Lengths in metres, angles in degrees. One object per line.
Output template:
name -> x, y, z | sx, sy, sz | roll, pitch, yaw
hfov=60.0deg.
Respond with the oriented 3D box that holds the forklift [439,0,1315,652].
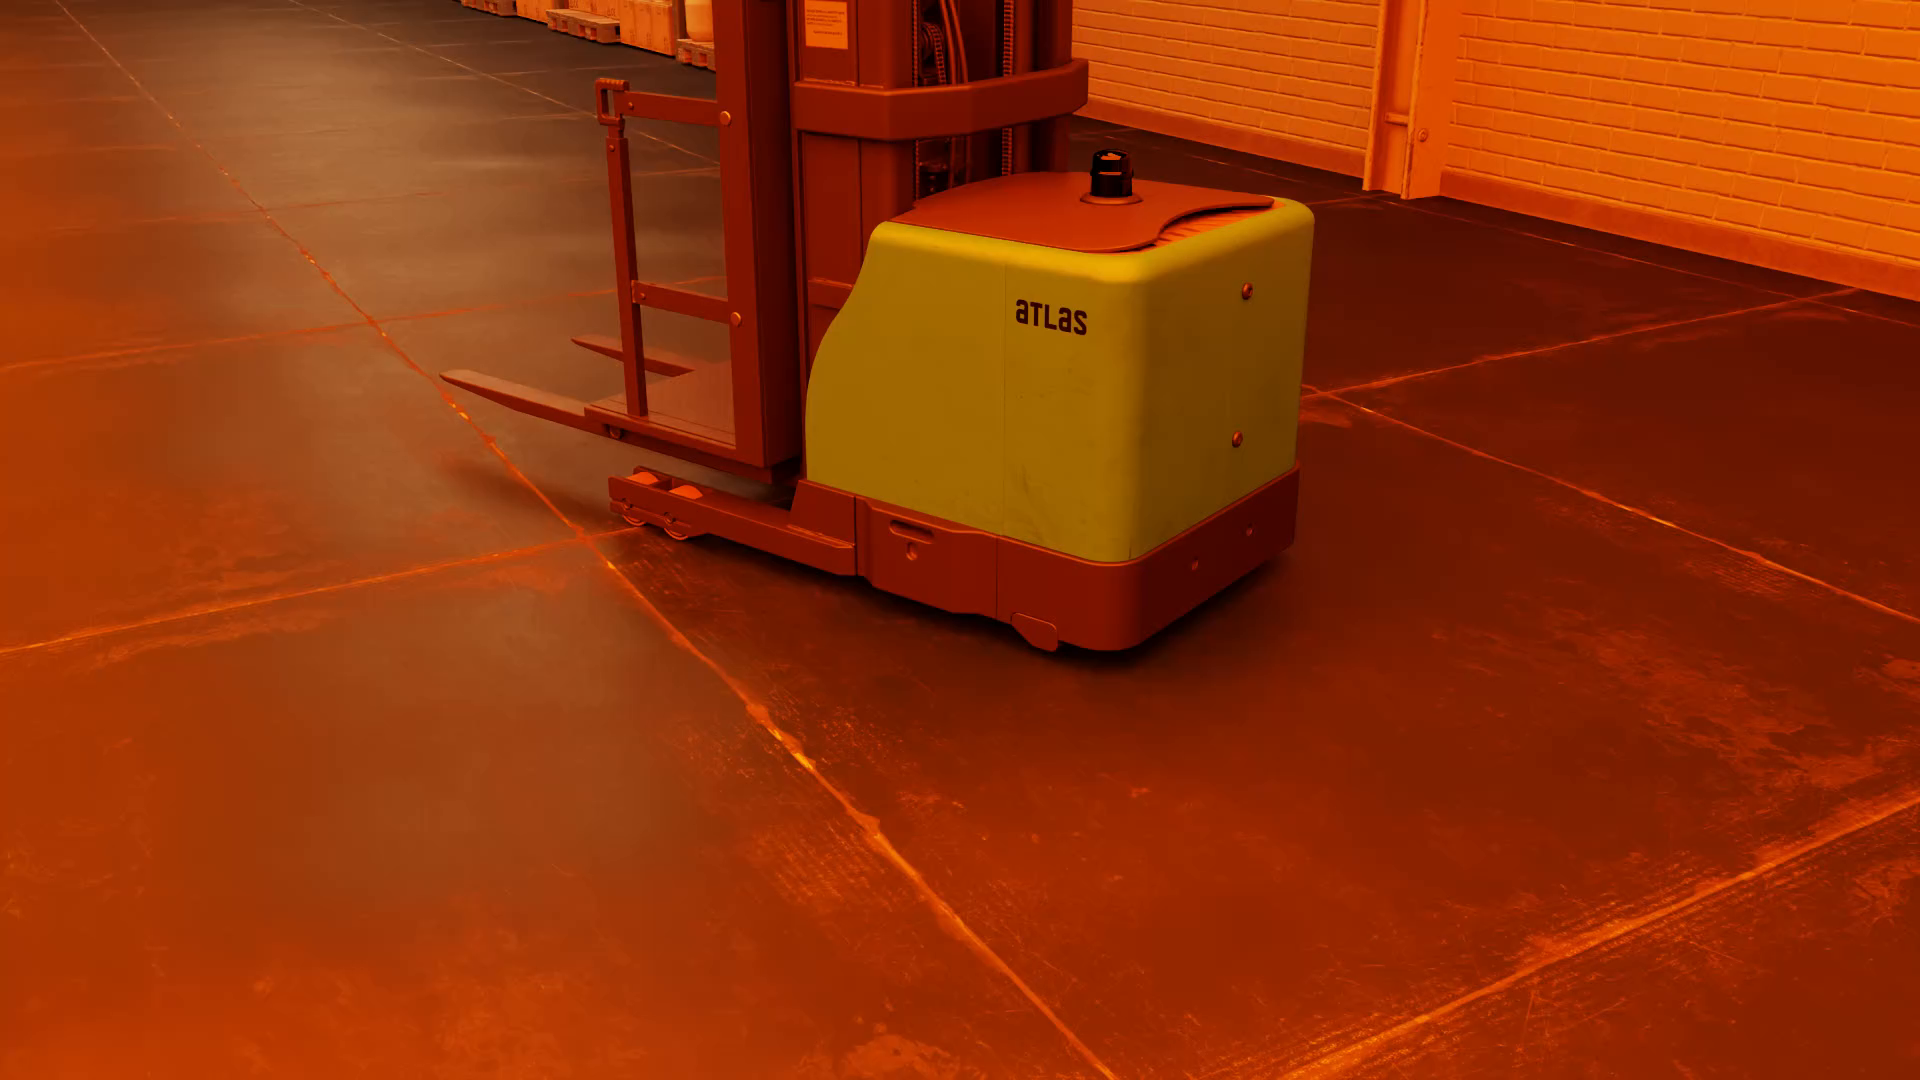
forklift -> -0.481, -1.497, 4.922 | 3.031, 2.935, 1.130 | 16, 27, 34
